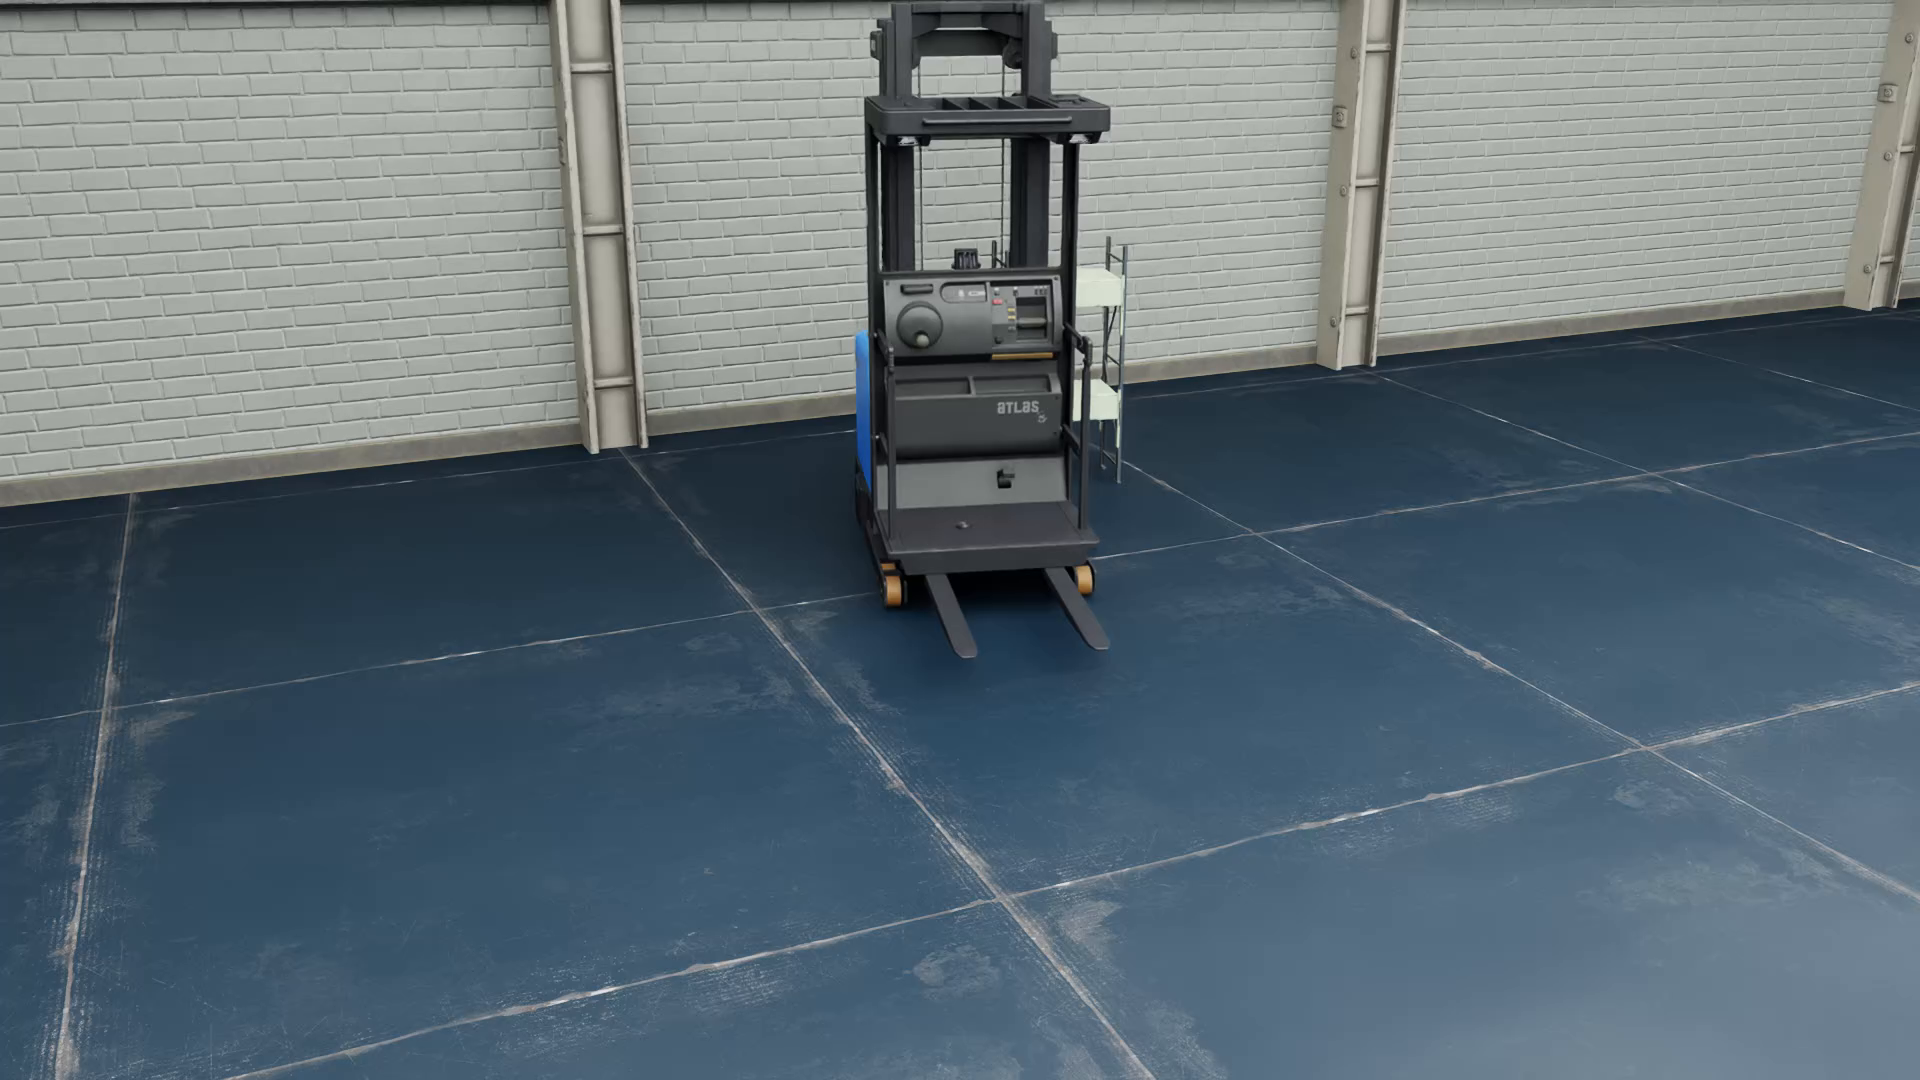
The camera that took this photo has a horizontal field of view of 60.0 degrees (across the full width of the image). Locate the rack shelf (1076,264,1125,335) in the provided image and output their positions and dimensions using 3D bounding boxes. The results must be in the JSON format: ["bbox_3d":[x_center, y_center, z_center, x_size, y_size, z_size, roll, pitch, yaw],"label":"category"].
[{"bbox_3d":[0.607,-1.476,10.282,0.720,0.370,0.431,-4,20,-10],"label":"rack shelf"}]

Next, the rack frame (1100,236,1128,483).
[{"bbox_3d":[0.966,-1.132,10.478,0.023,1.500,0.400,-4,20,-10],"label":"rack frame"}]

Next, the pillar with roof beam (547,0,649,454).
[{"bbox_3d":[-0.653,-3.583,6.149,0.400,9.000,9.100,-8,21,-22],"label":"pillar with roof beam"}]

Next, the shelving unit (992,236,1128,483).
[{"bbox_3d":[0.607,-1.108,10.411,0.755,1.500,0.431,-4,20,-10],"label":"shelving unit"}]

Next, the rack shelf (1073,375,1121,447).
[{"bbox_3d":[0.607,-0.801,10.519,0.720,0.370,0.431,-4,20,-10],"label":"rack shelf"}]

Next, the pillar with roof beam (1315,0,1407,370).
[{"bbox_3d":[4.856,-4.372,8.390,0.400,9.000,9.100,-8,21,-22],"label":"pillar with roof beam"}]

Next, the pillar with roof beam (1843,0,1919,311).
[{"bbox_3d":[10.365,-5.162,10.632,0.400,9.000,9.100,-8,21,-22],"label":"pillar with roof beam"}]

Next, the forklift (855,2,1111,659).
[{"bbox_3d":[0.103,-1.164,8.413,1.130,2.935,3.031,-3,20,-8],"label":"forklift"}]

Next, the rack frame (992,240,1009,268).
[{"bbox_3d":[0.248,-1.085,10.345,0.023,1.500,0.400,-4,20,-10],"label":"rack frame"}]
